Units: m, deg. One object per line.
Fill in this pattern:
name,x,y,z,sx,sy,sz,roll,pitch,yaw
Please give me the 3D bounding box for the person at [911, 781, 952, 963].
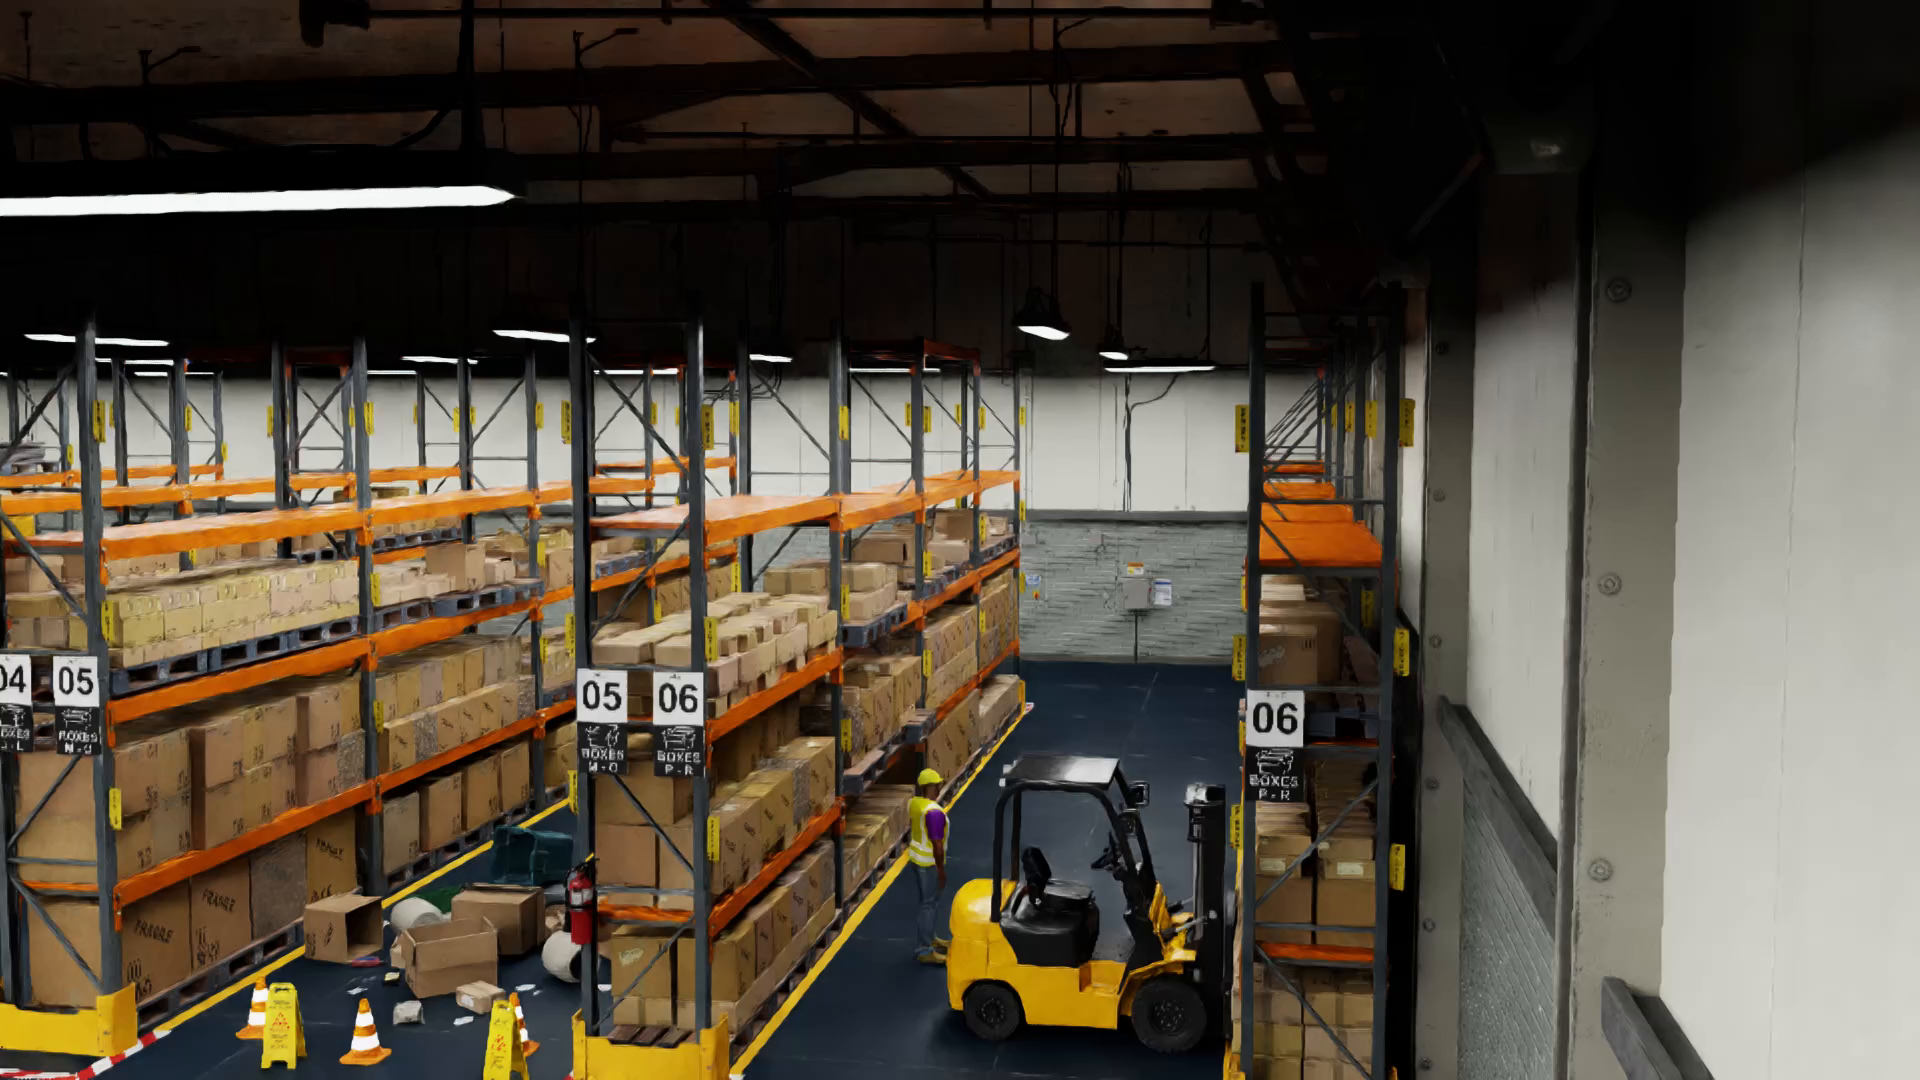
person,-0.237,3.032,15.582,0.428,1.733,0.632,-2,5,-21
